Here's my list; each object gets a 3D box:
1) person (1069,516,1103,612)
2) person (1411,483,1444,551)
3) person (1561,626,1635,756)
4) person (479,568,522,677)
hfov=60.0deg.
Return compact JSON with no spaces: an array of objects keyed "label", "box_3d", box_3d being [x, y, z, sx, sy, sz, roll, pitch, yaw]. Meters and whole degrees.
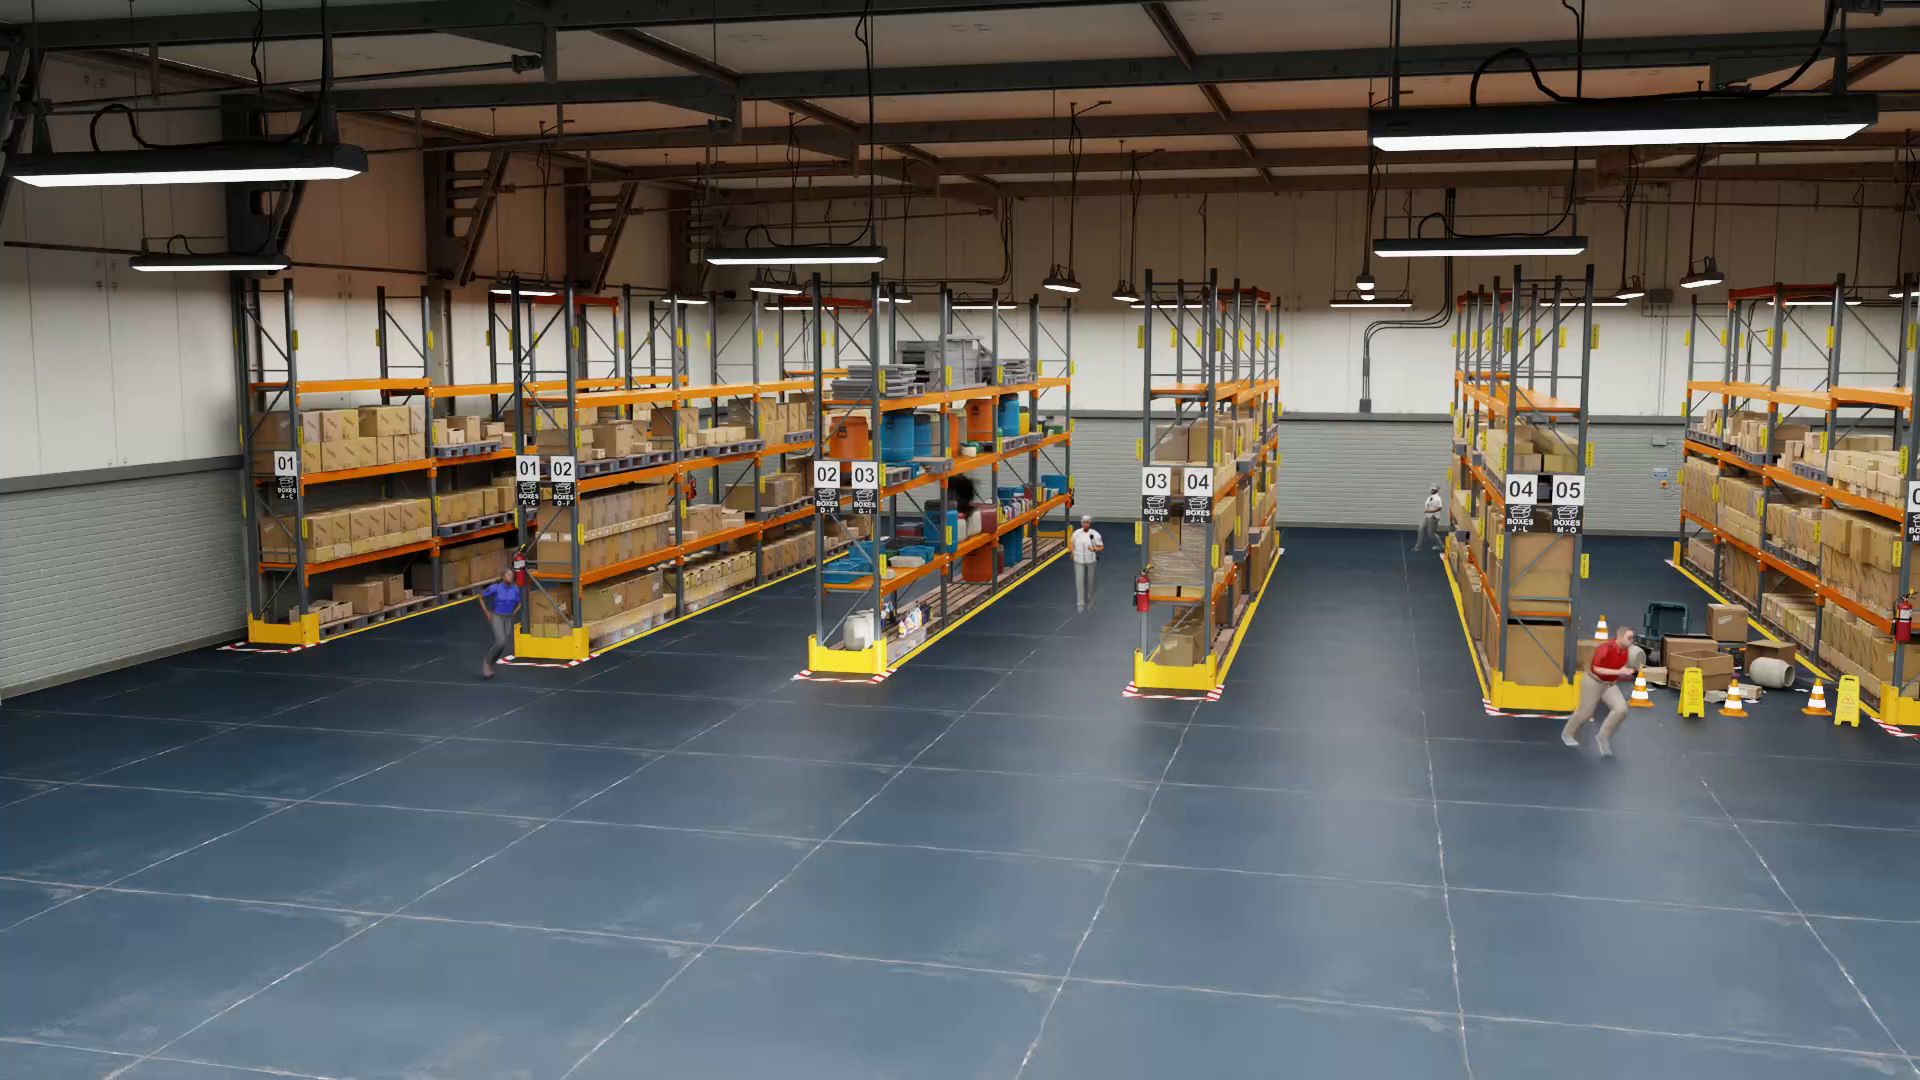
[{"label":"person","box_3d":[2.194,0.423,29.047,0.615,1.703,0.862,1,7,9]},{"label":"person","box_3d":[11.168,-0.509,39.411,0.732,1.687,0.687,-1,7,-6]},{"label":"person","box_3d":[7.794,1.807,20.194,0.699,1.634,1.013,-4,8,-31]},{"label":"person","box_3d":[-6.845,1.226,24.858,0.592,1.604,0.620,6,9,41]}]
